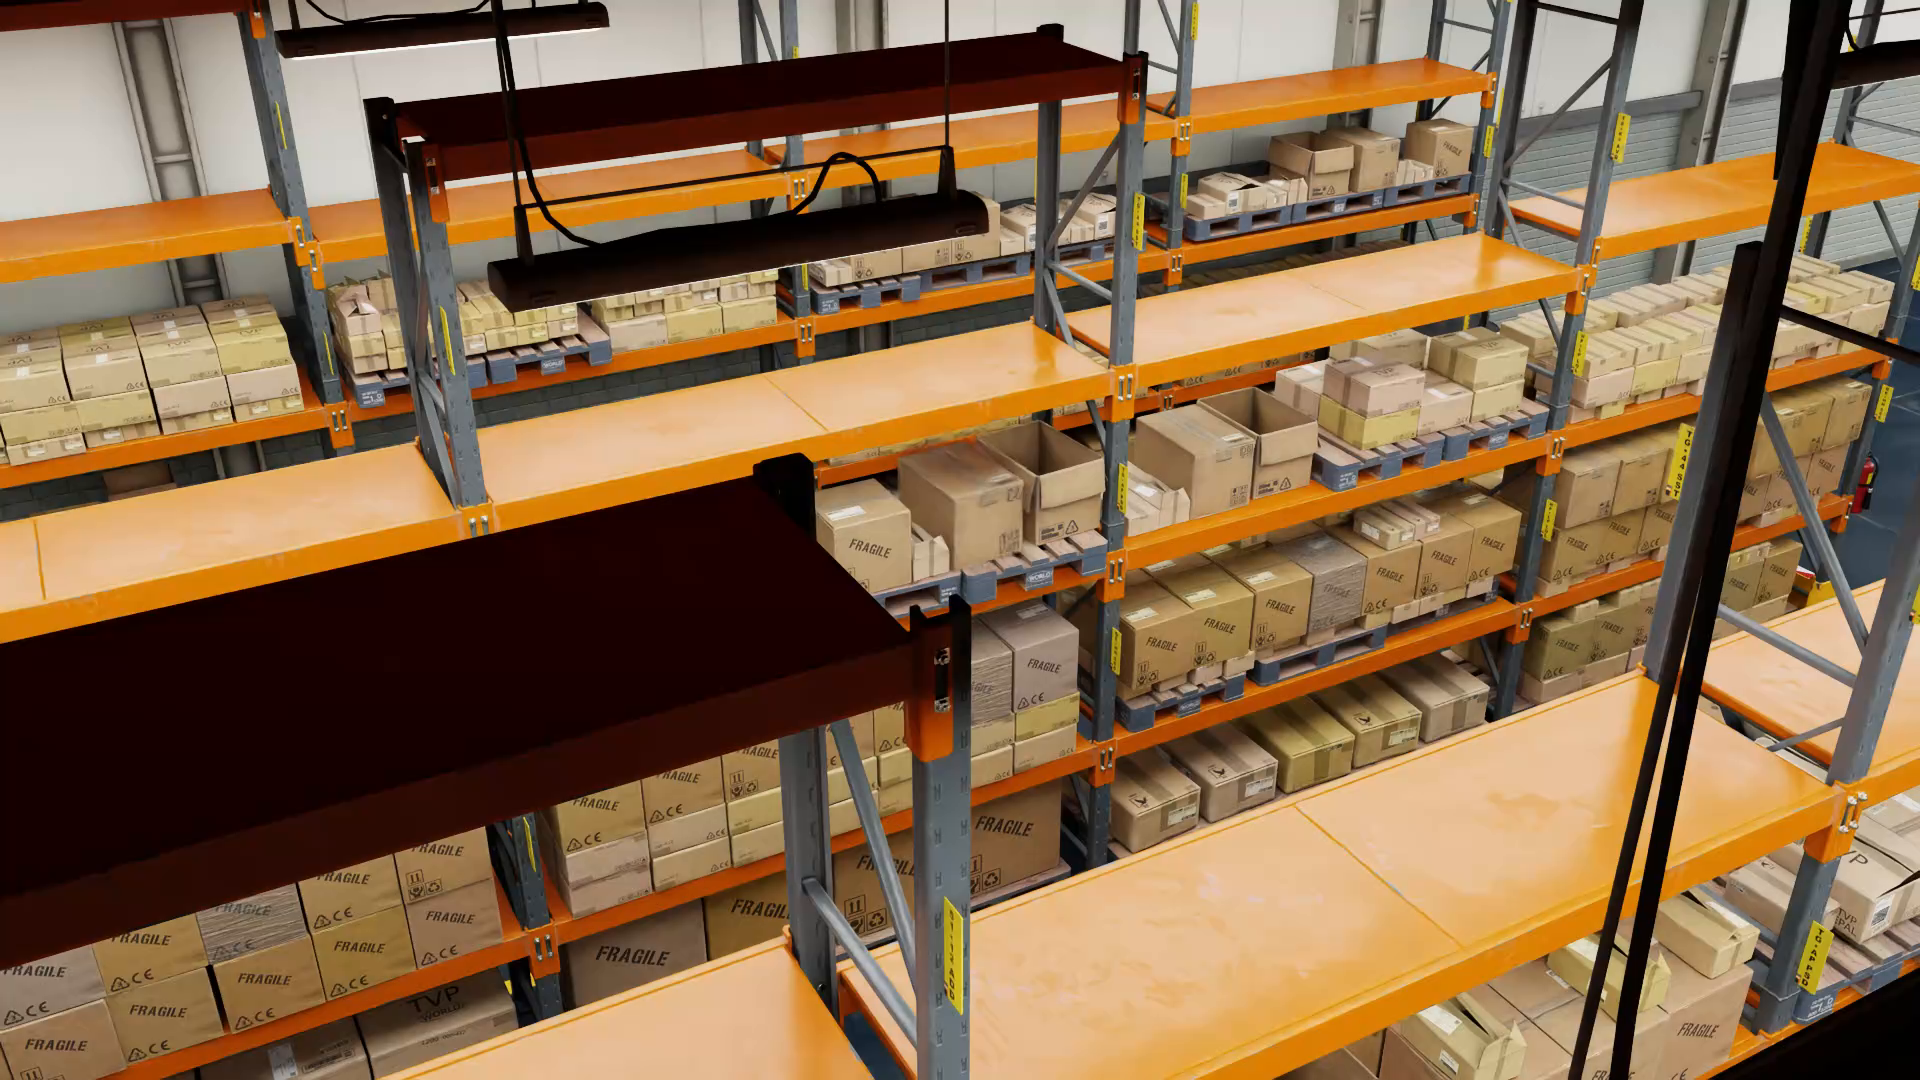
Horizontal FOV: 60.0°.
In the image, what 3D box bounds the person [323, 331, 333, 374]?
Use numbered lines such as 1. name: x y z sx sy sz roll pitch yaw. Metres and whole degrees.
1. person: 6.069 4.035 5.007 10.477 2.716 26.979 -14 31 -24
